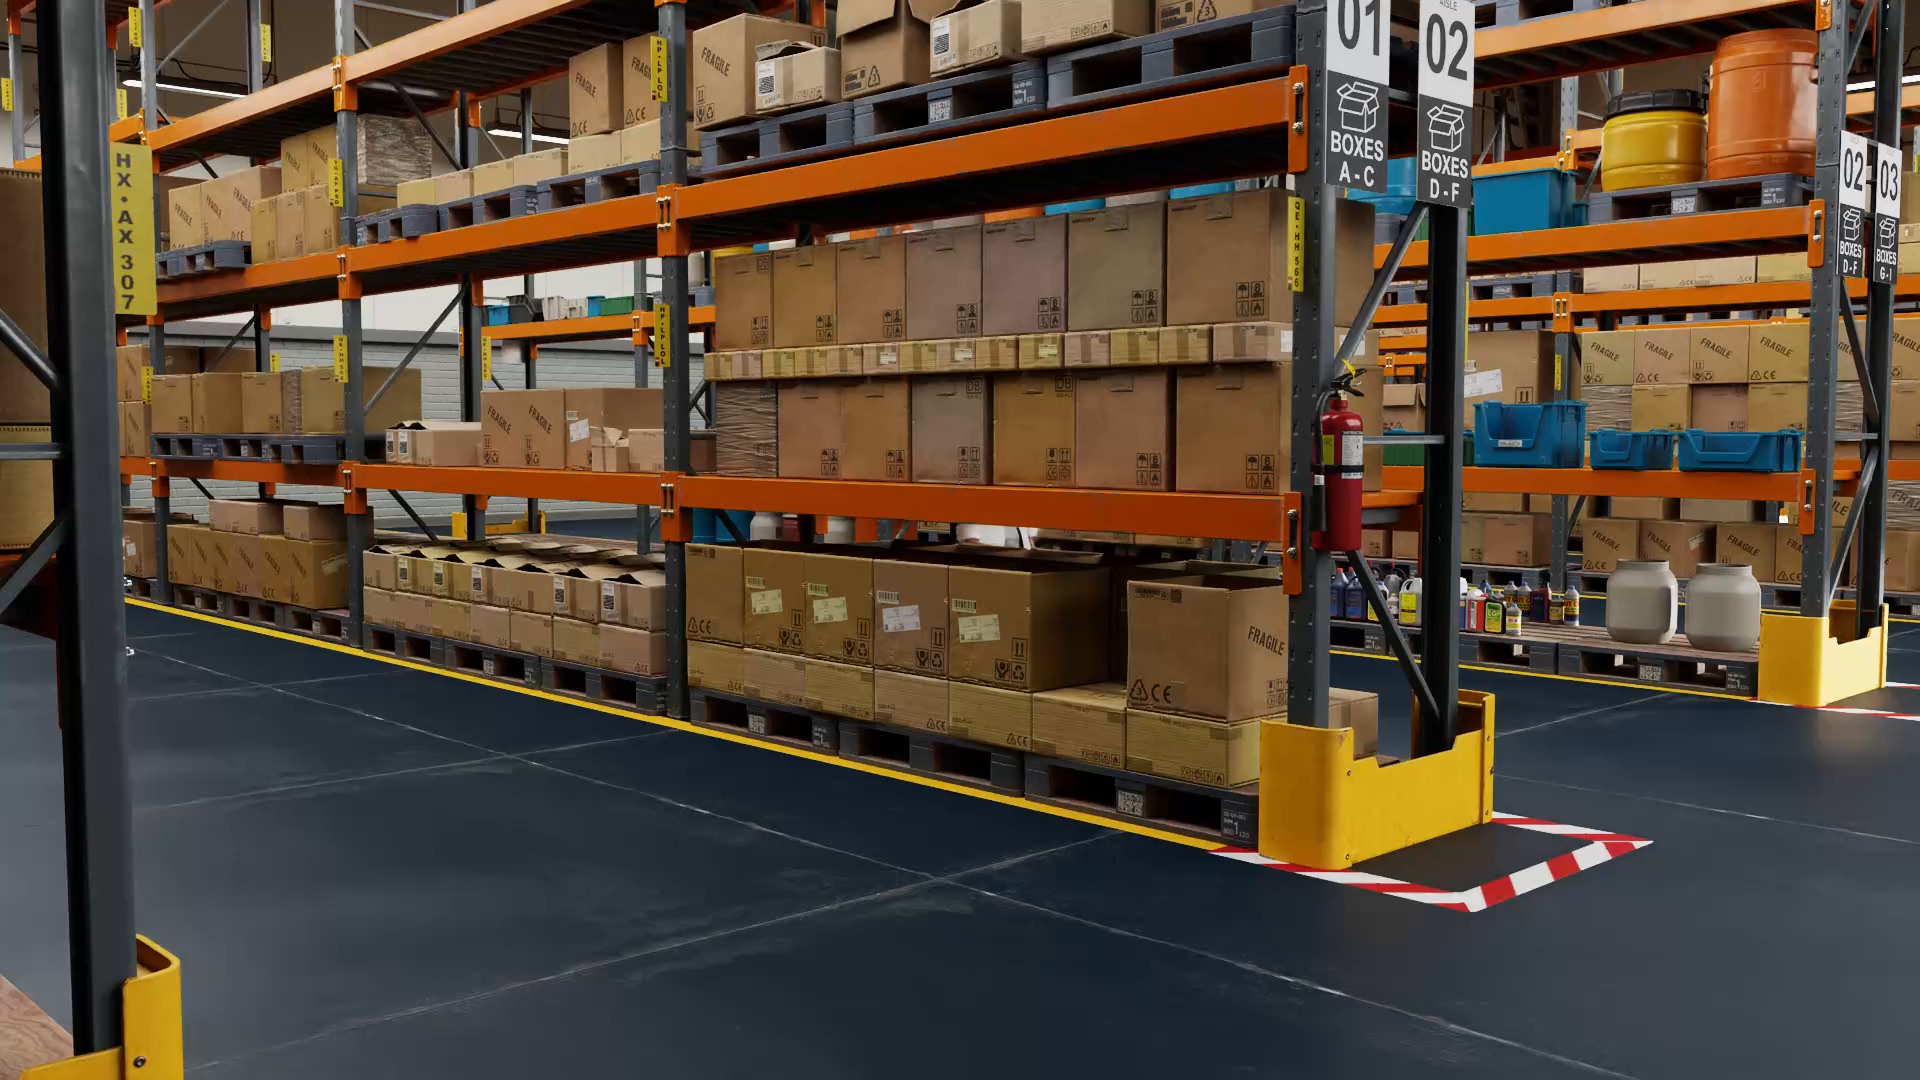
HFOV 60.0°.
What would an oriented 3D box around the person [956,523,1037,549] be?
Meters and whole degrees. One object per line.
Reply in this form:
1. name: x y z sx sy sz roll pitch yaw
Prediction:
1. person: 0.233 0.008 9.856 0.428 1.772 0.642 4 5 44
